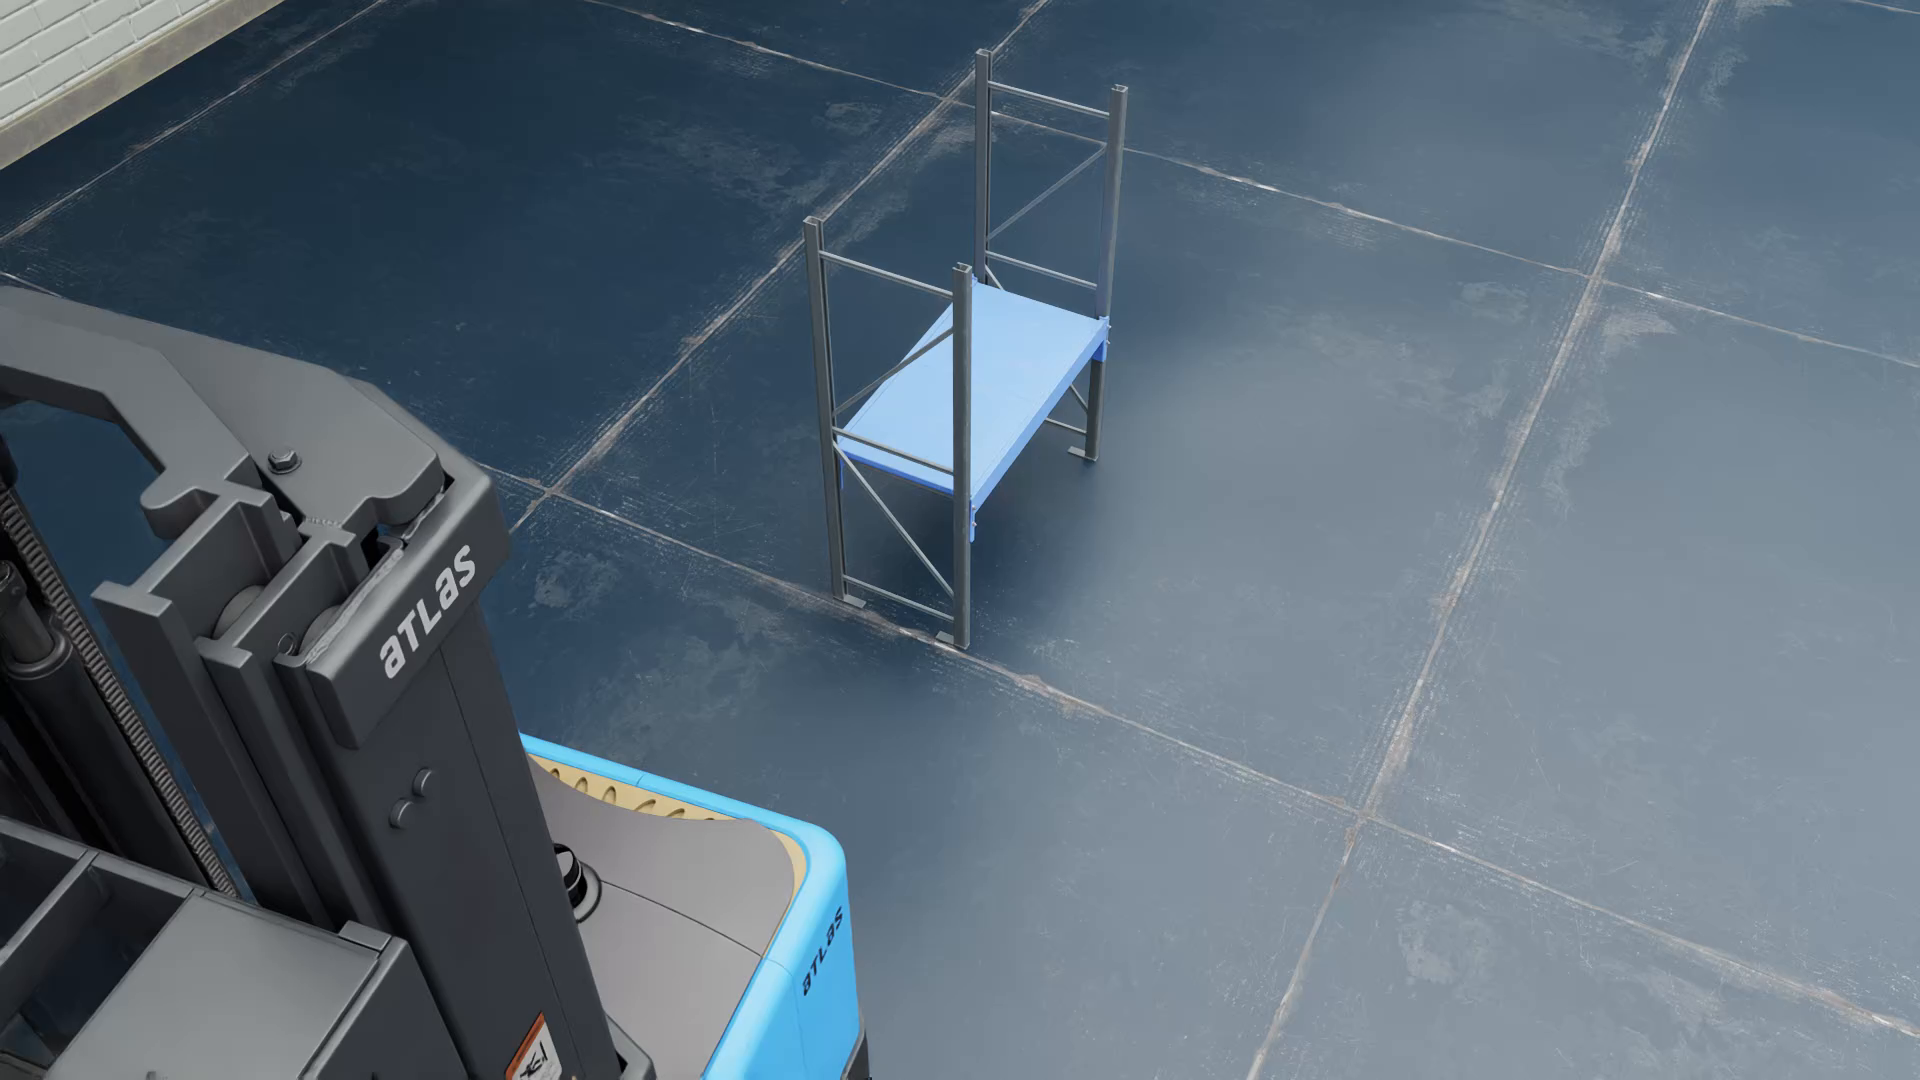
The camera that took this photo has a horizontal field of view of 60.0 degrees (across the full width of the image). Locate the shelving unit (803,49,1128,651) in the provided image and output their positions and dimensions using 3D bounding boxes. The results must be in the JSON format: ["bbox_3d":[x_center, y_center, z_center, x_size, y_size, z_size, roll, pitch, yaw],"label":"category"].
[{"bbox_3d":[0.040,-0.581,5.270,0.538,1.500,1.048,20,49,19],"label":"shelving unit"}]

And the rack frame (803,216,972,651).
[{"bbox_3d":[-0.196,-0.261,4.953,0.500,1.500,0.032,20,49,19],"label":"rack frame"}]

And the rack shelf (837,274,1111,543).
[{"bbox_3d":[0.040,-0.455,5.398,0.538,0.185,1.000,20,49,19],"label":"rack shelf"}]

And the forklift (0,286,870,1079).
[{"bbox_3d":[-1.217,1.232,2.472,1.130,2.935,3.031,15,47,14],"label":"forklift"}]

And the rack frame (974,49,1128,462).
[{"bbox_3d":[0.276,-0.901,5.586,0.500,1.500,0.032,20,49,19],"label":"rack frame"}]
